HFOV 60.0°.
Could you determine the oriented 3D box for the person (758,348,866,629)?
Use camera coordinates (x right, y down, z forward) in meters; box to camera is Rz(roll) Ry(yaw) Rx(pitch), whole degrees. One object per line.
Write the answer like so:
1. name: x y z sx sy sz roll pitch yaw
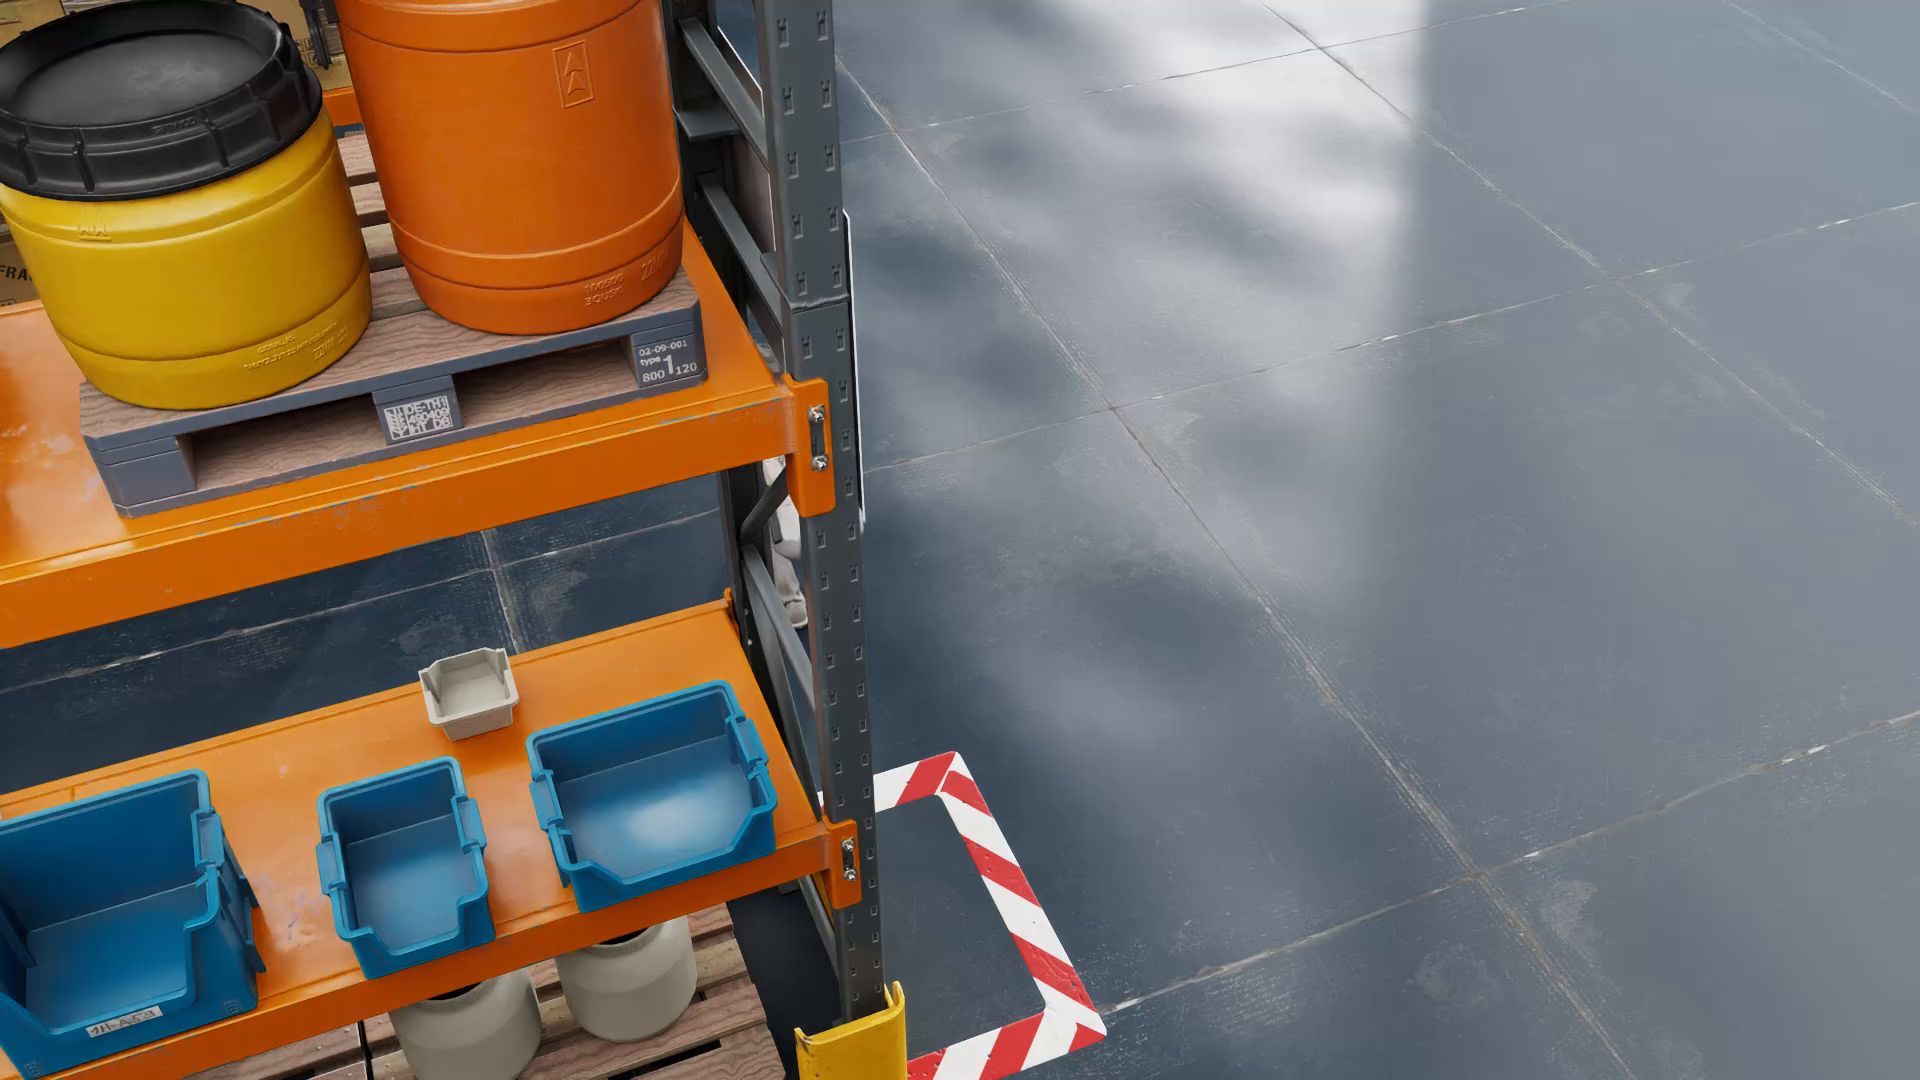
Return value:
1. person: -0.696 -0.197 6.792 0.512 1.116 0.808 -16 44 -17
